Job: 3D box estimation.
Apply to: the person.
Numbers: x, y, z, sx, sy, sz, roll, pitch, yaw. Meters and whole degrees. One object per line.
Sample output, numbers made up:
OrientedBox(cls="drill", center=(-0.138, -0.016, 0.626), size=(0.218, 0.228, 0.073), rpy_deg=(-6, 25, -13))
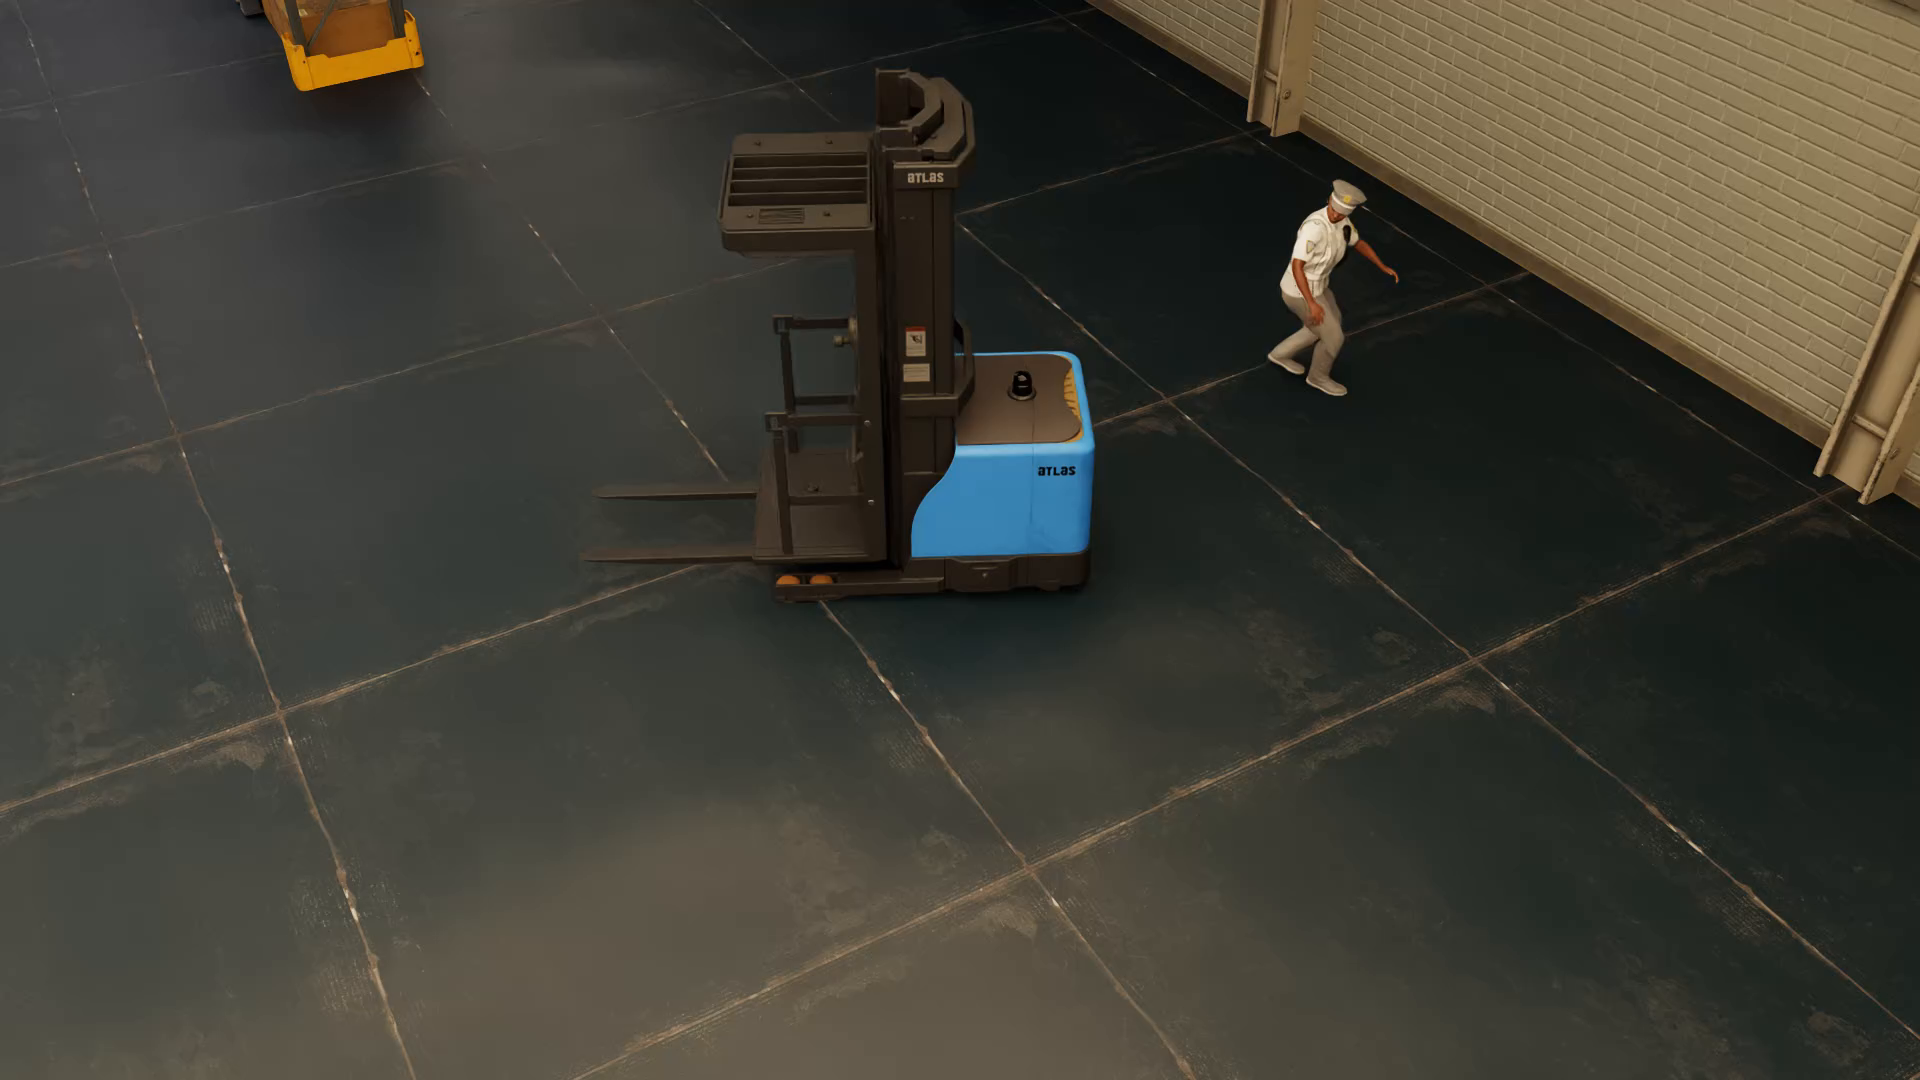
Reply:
OrientedBox(cls="person", center=(2.479, -1.633, 11.084), size=(0.771, 1.558, 0.764), rpy_deg=(17, 43, 19))

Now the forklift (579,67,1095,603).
OrientedBox(cls="forklift", center=(-0.758, -1.100, 9.362), size=(3.031, 2.935, 1.130), rpy_deg=(-2, 40, -2))
